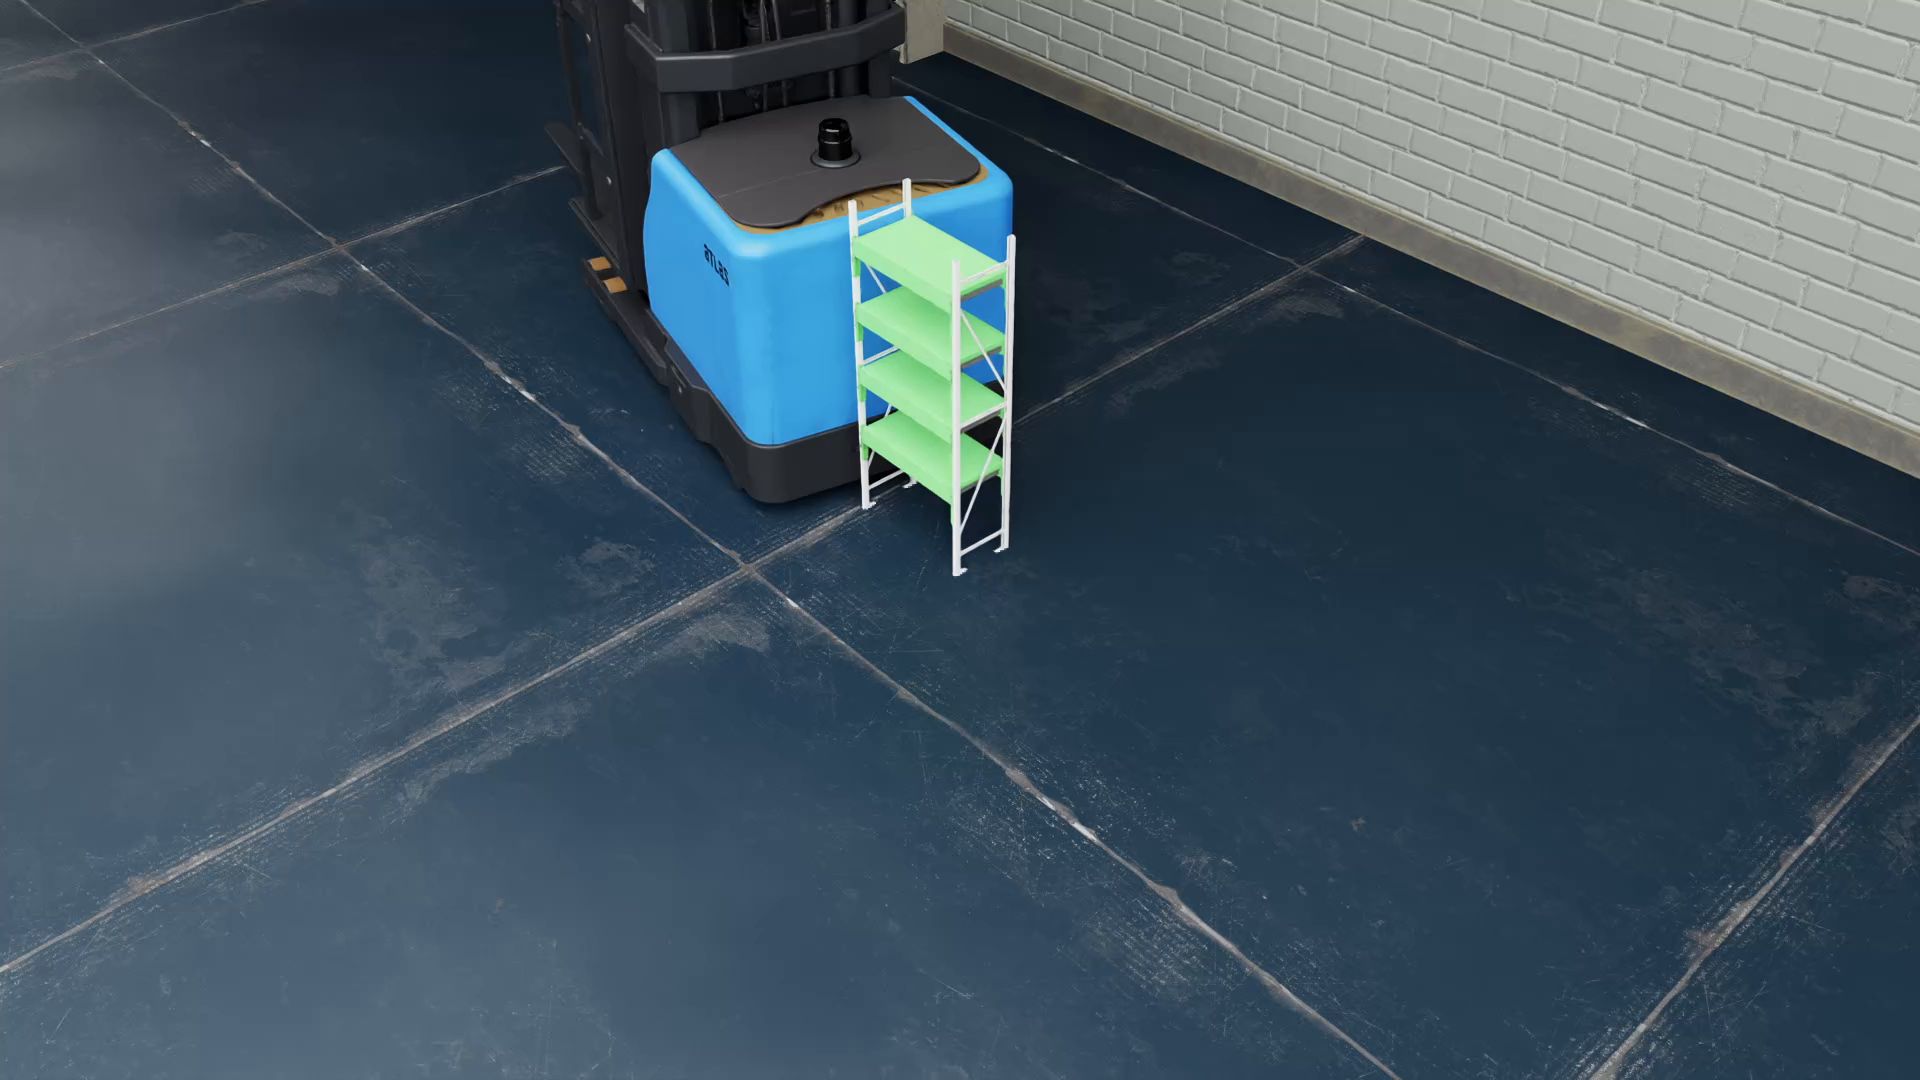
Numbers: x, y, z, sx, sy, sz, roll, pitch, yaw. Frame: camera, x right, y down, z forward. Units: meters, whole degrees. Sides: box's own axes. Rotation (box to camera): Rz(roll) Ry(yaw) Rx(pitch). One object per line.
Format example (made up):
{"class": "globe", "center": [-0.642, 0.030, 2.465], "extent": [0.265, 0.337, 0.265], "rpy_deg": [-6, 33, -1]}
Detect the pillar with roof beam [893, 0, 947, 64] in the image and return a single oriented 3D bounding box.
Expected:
{"class": "pillar with roof beam", "center": [-3.482, -4.375, 4.005], "extent": [9.100, 9.000, 0.400], "rpy_deg": [-30, 48, -32]}

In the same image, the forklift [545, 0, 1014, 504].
{"class": "forklift", "center": [-0.942, -2.181, 6.118], "extent": [1.130, 2.935, 3.031], "rpy_deg": [-19, 42, -21]}

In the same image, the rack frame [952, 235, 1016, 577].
{"class": "rack frame", "center": [0.071, -0.393, 5.282], "extent": [0.240, 1.200, 0.015], "rpy_deg": [-29, 47, -31]}

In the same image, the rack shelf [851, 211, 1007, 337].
{"class": "rack shelf", "center": [-0.089, -0.832, 5.164], "extent": [0.258, 0.148, 0.480], "rpy_deg": [-29, 47, -31]}

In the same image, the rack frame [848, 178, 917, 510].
{"class": "rack frame", "center": [-0.250, -0.624, 5.568], "extent": [0.240, 1.200, 0.015], "rpy_deg": [-29, 47, -31]}

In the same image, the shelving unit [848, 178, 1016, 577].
{"class": "shelving unit", "center": [-0.089, -0.509, 5.425], "extent": [0.258, 1.200, 0.503], "rpy_deg": [-29, 47, -31]}

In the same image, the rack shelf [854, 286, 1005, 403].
{"class": "rack shelf", "center": [-0.089, -0.646, 5.314], "extent": [0.258, 0.148, 0.480], "rpy_deg": [-29, 47, -31]}

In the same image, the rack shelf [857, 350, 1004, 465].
{"class": "rack shelf", "center": [-0.089, -0.459, 5.465], "extent": [0.258, 0.148, 0.480], "rpy_deg": [-29, 47, -31]}

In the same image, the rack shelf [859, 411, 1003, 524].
{"class": "rack shelf", "center": [-0.089, -0.272, 5.616], "extent": [0.258, 0.148, 0.480], "rpy_deg": [-29, 47, -31]}
